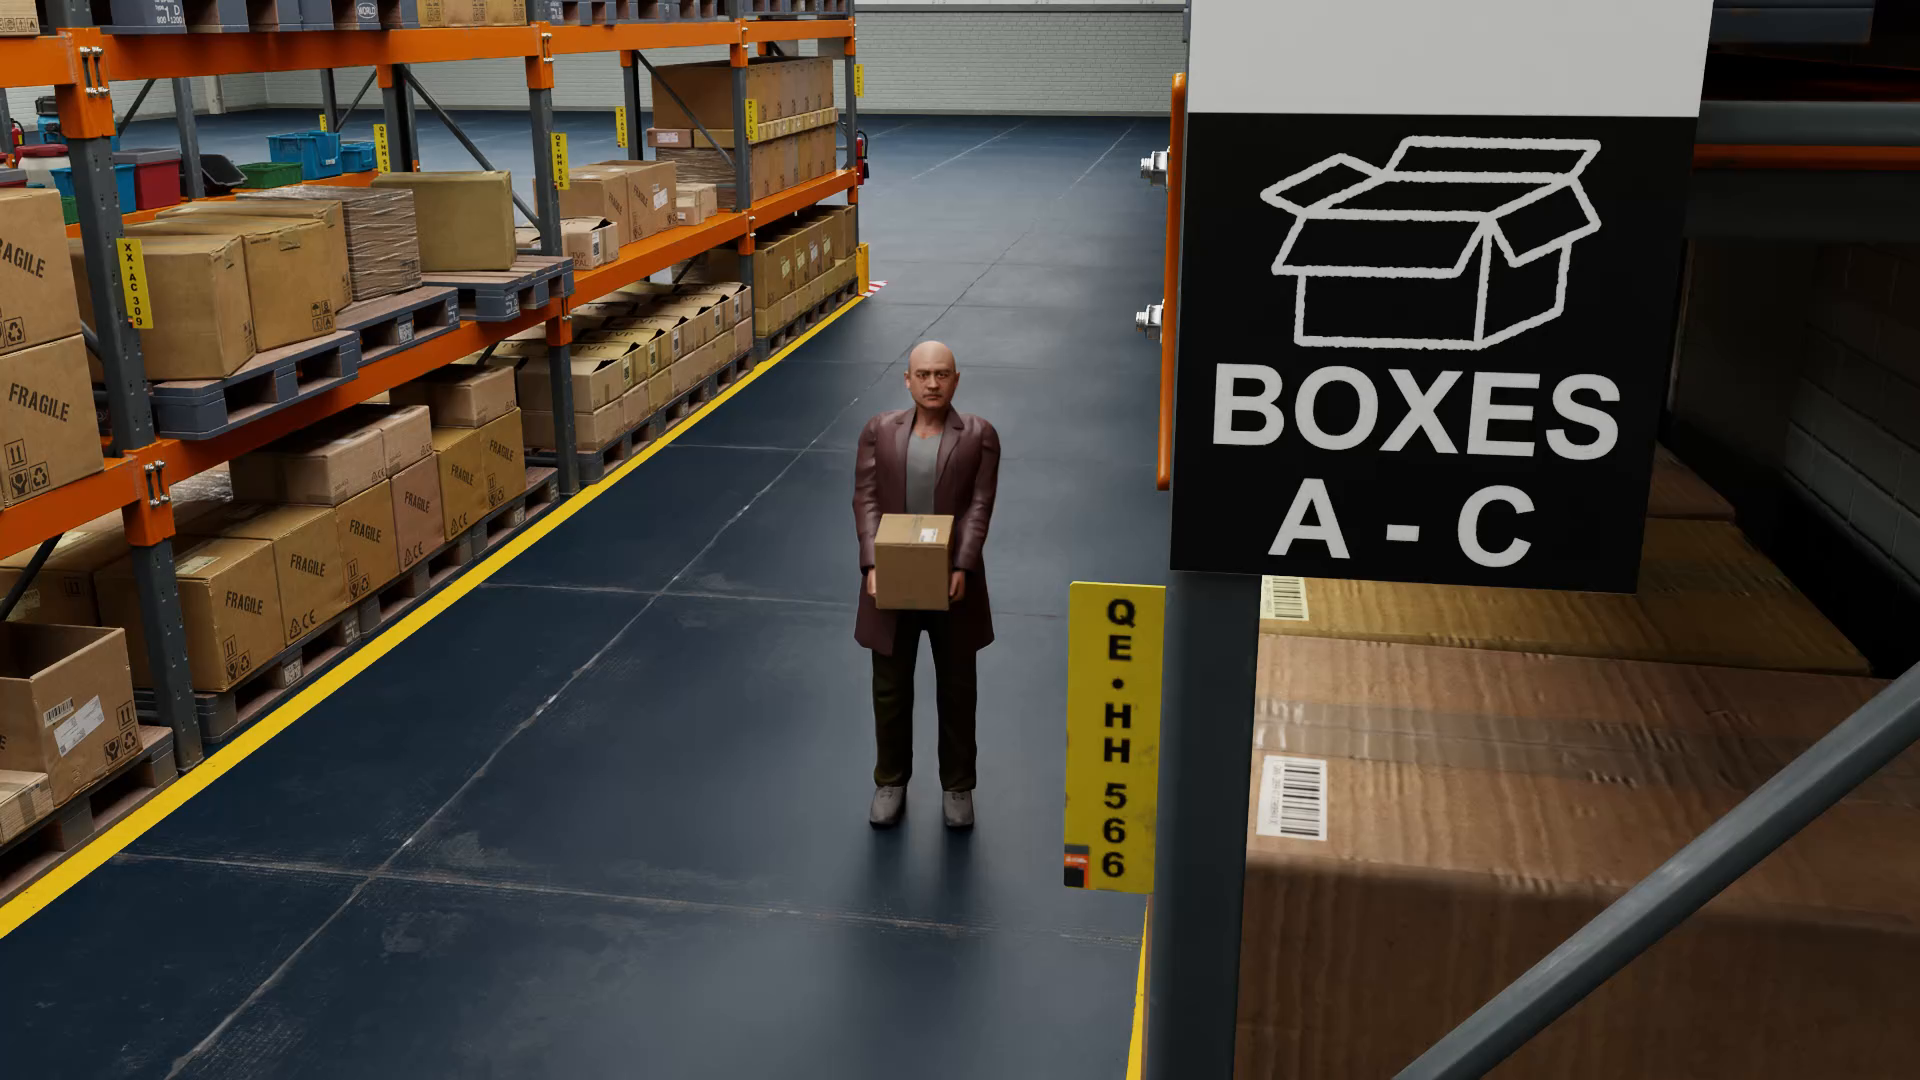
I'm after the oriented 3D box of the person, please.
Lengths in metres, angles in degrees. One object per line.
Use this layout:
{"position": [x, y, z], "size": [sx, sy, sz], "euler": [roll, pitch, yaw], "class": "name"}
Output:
{"position": [-0.130, 0.196, 5.970], "size": [0.530, 1.769, 0.563], "euler": [1, 18, 5], "class": "person"}
